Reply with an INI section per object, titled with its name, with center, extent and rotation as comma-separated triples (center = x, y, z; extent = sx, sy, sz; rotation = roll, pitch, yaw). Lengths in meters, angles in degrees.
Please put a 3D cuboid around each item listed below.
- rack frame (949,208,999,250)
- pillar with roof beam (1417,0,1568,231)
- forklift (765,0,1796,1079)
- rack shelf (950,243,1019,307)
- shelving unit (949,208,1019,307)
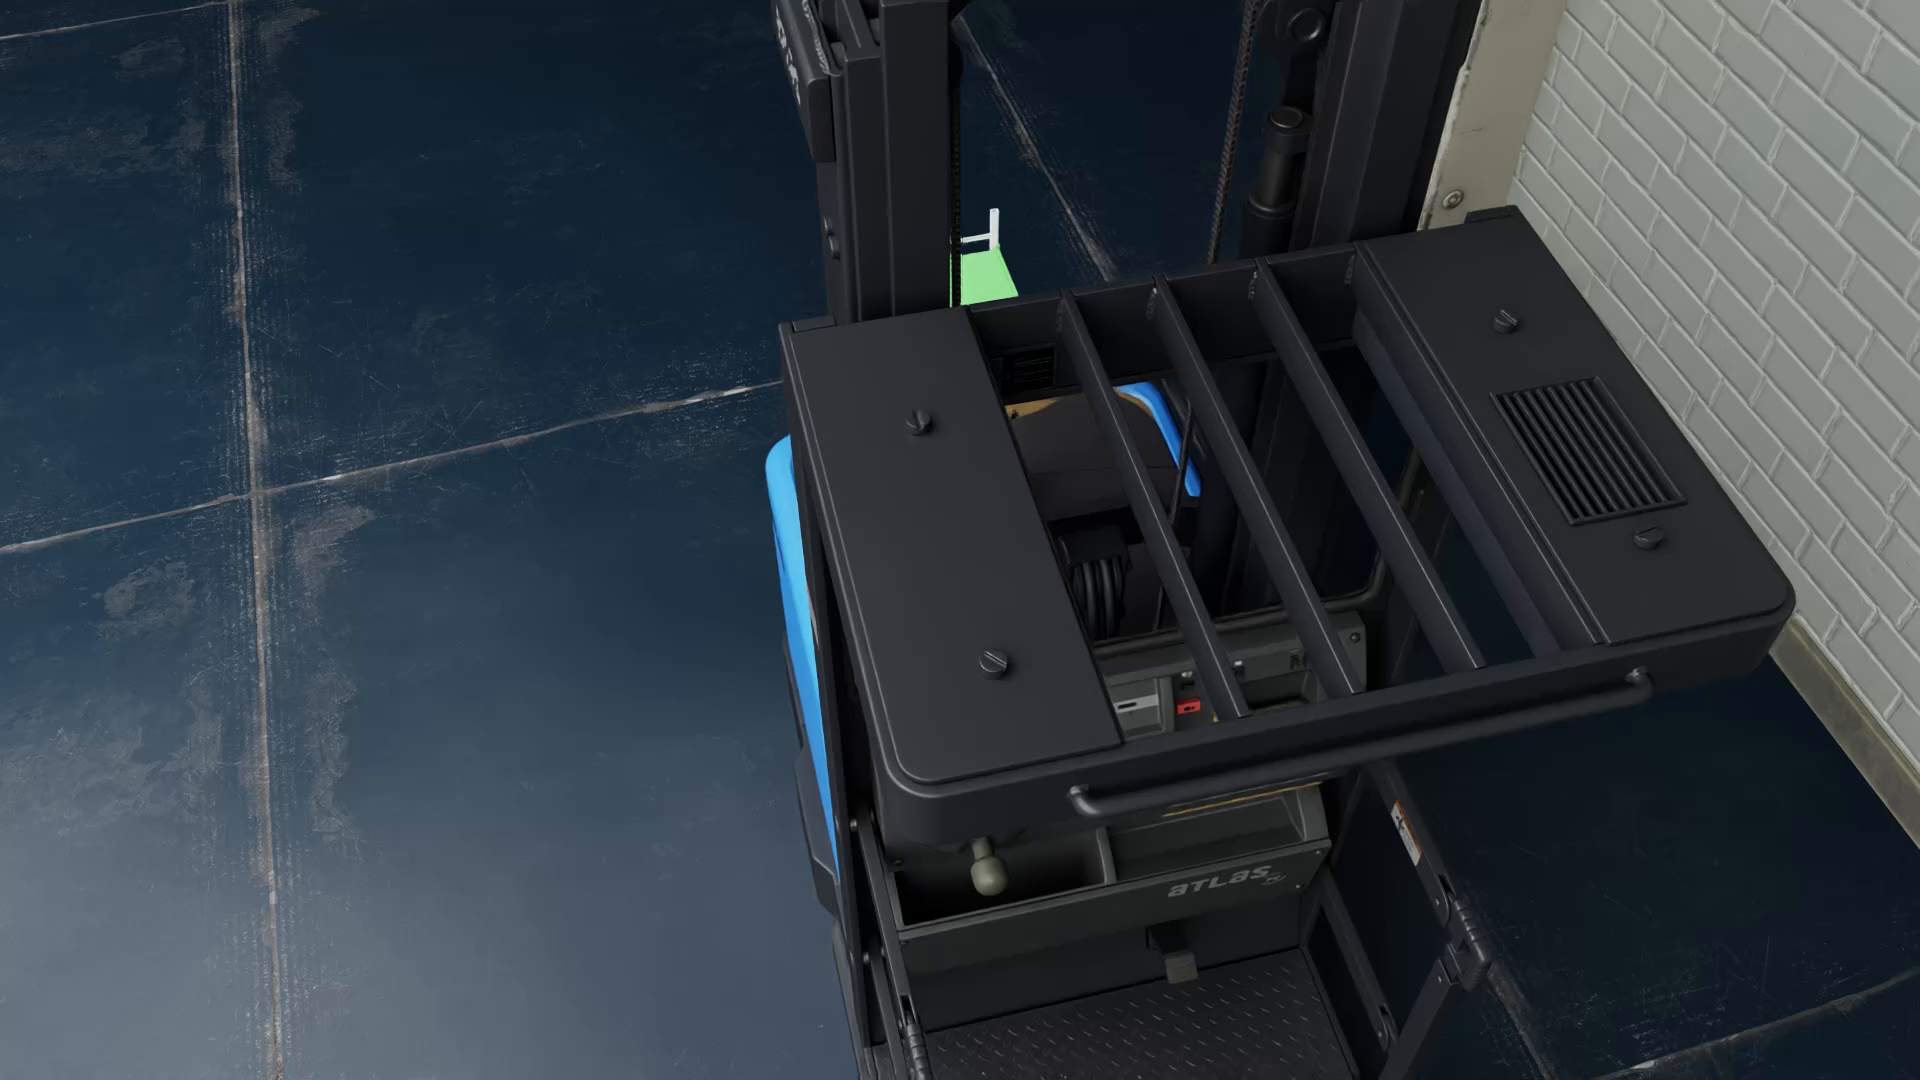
[rack frame]
center = -0.014, -0.467, 4.859
extent = 0.240, 1.200, 0.015
rotation = -11, 51, -9
[pillar with roof beam]
center = -2.400, -3.019, 1.910
extent = 9.100, 9.000, 0.400
rotation = -13, 51, -11
[forklift]
center = 0.352, 0.501, 2.911
extent = 1.130, 2.935, 3.031
rotation = -10, 51, -9
[rack shelf]
center = 0.048, -0.555, 4.389
extent = 0.258, 0.148, 0.480
rotation = -11, 51, -9
[shelving unit]
center = 0.048, -0.287, 4.707
extent = 0.258, 1.200, 0.503
rotation = -11, 51, -9
